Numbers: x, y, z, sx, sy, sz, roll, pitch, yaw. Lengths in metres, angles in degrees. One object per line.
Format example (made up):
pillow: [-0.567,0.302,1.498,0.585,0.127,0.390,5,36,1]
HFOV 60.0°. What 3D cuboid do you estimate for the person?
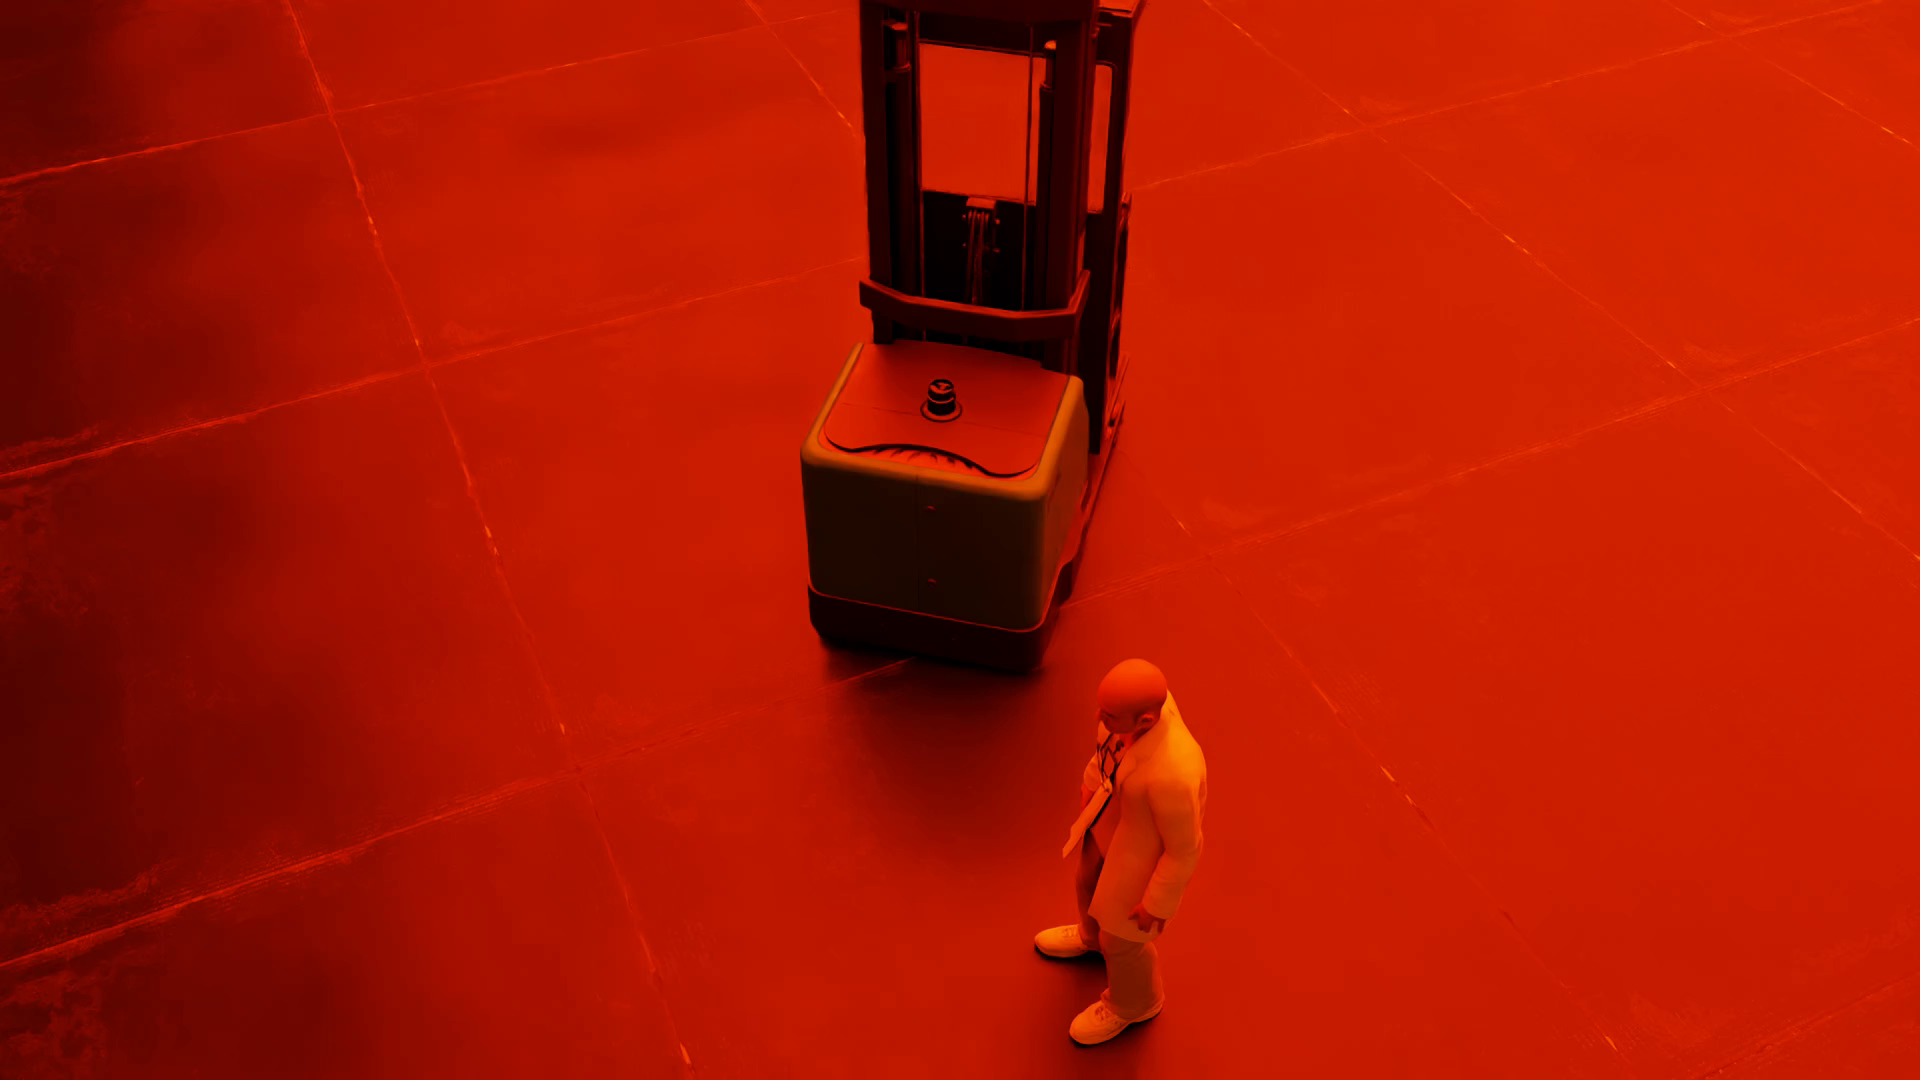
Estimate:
person: [0.553,0.995,5.463,0.428,1.772,0.644,-11,44,-12]

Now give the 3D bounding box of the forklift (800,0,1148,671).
forklift: [0.208,-1.531,7.321,1.130,2.935,3.031,10,44,11]
